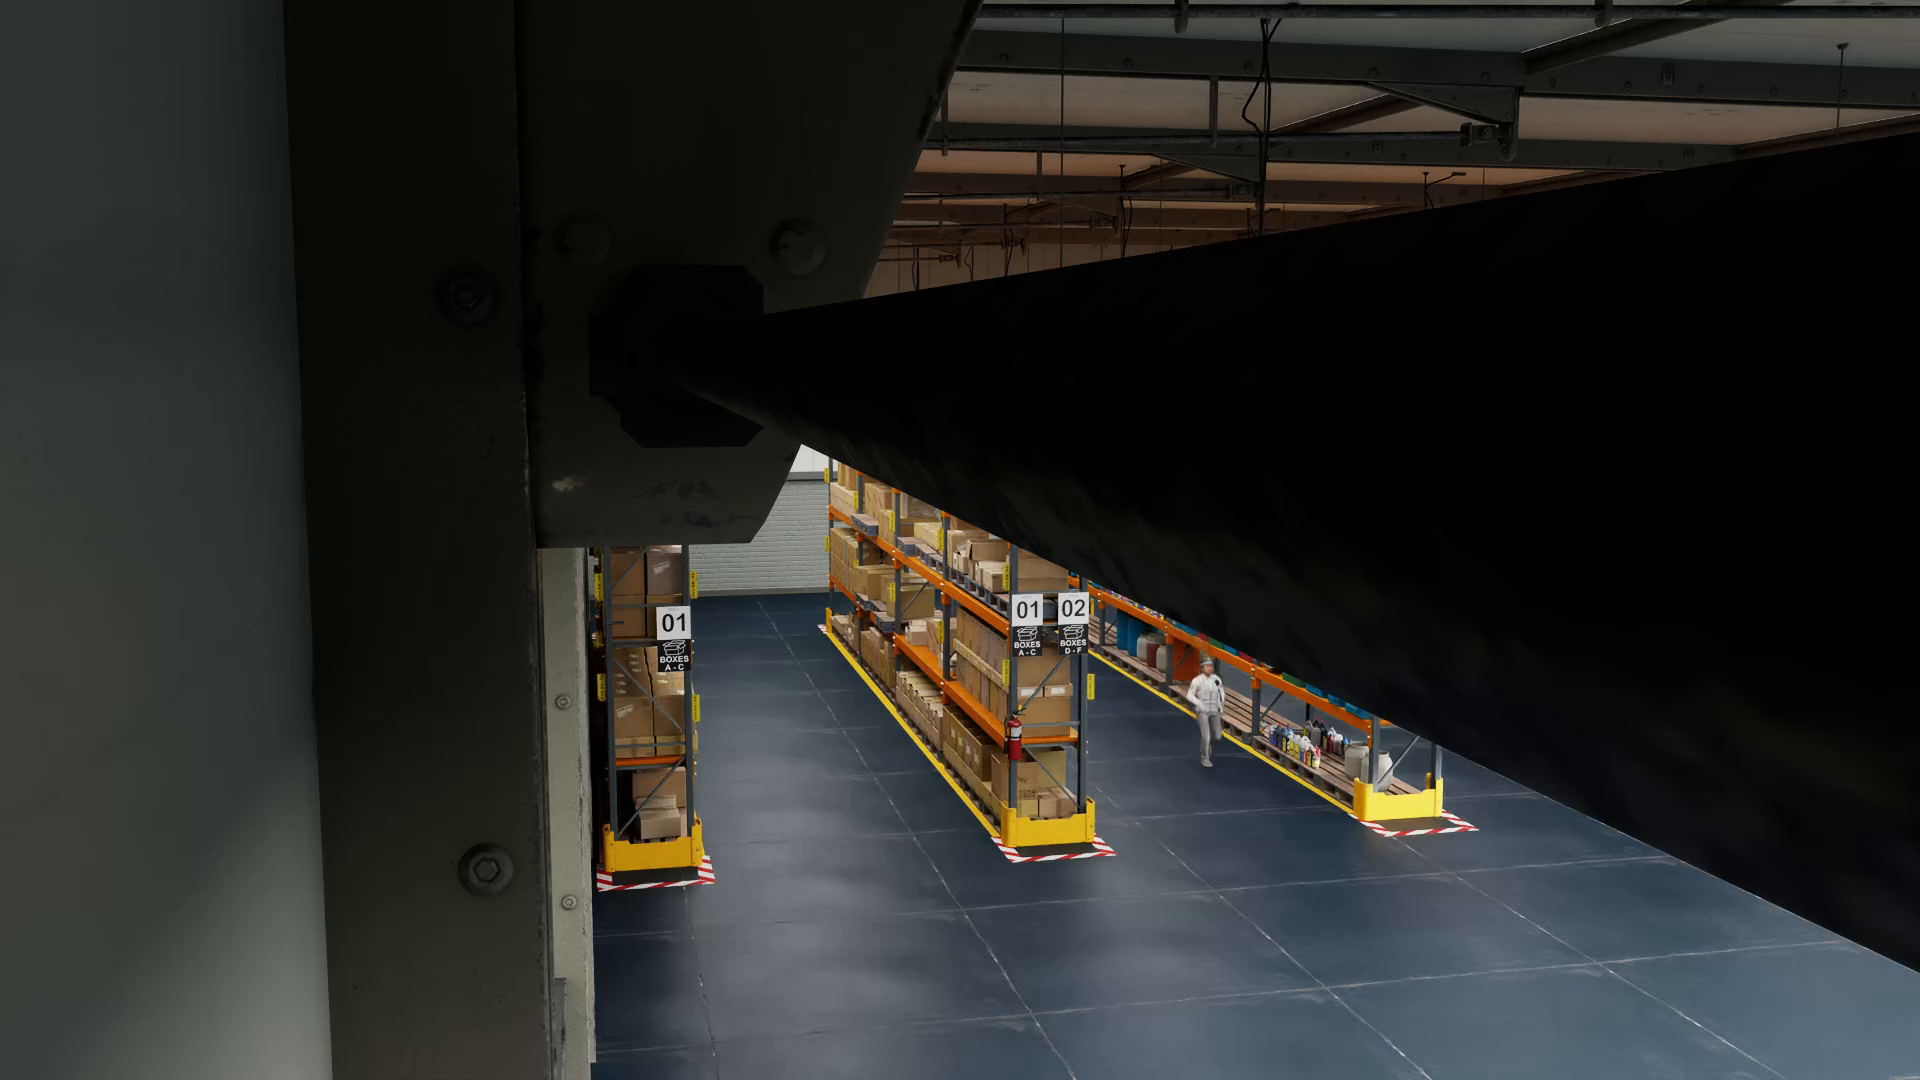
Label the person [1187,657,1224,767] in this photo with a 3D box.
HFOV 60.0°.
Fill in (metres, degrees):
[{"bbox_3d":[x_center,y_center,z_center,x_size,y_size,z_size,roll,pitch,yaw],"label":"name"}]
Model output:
[{"bbox_3d":[3.698,2.554,24.853,0.612,1.648,0.571,-1,7,-12],"label":"person"}]
